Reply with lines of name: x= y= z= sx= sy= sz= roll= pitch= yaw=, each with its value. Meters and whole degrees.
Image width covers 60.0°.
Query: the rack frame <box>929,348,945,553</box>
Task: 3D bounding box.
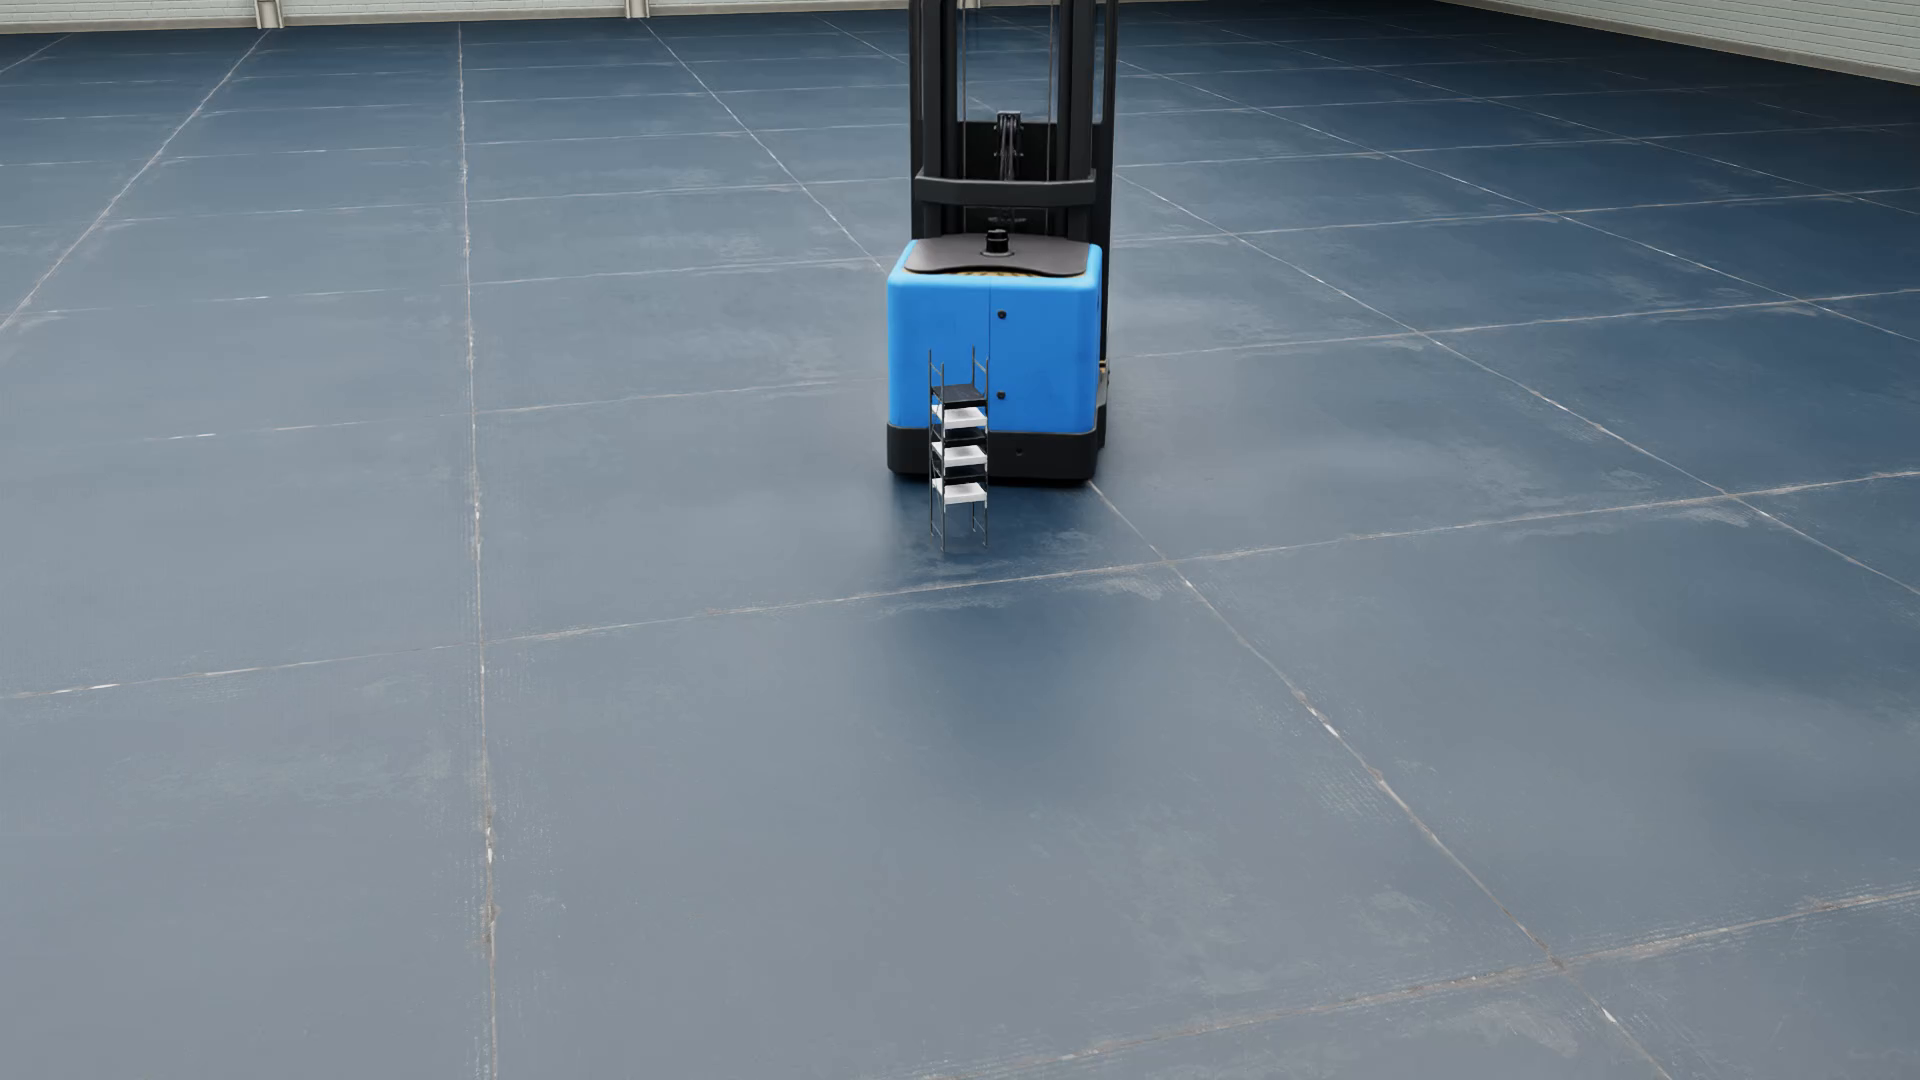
rack frame: x=-0.106 y=-0.402 z=7.545 sx=0.006 sy=0.900 sz=0.240 roll=-6 pitch=24 yaw=-14

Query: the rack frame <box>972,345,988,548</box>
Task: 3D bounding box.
rack frame: x=0.090 y=-0.424 z=7.596 sx=0.006 sy=0.900 sz=0.240 roll=-6 pitch=24 yaw=-14

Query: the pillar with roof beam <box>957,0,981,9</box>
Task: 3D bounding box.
pillar with roof beam: x=1.308 y=-12.275 z=24.945 sx=0.400 sy=9.000 sz=9.100 roll=-6 pitch=24 yaw=-14

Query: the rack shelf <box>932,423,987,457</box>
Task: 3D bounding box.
rack shelf: x=-0.008 y=-0.465 z=7.548 sx=0.200 sy=0.077 sz=0.258 roll=-6 pitch=24 yaw=-14

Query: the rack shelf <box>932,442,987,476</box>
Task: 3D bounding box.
rack shelf: x=-0.008 y=-0.382 z=7.584 sx=0.200 sy=0.077 sz=0.258 roll=-6 pitch=24 yaw=-14

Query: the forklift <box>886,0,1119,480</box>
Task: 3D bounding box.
forklift: x=0.304 y=-2.192 z=9.141 sx=1.130 sy=2.935 sz=3.031 roll=2 pitch=23 yaw=6

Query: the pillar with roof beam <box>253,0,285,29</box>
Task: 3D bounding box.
pillar with roof beam: x=-10.246 y=-10.997 z=21.966 sx=0.400 sy=9.000 sz=9.100 roll=-6 pitch=24 yaw=-14

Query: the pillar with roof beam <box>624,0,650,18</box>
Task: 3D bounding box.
pillar with roof beam: x=-4.469 y=-11.636 z=23.455 sx=0.400 sy=9.000 sz=9.100 roll=-6 pitch=24 yaw=-14

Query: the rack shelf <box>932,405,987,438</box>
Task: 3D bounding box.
rack shelf: x=-0.008 y=-0.547 z=7.513 sx=0.200 sy=0.077 sz=0.258 roll=-6 pitch=24 yaw=-14

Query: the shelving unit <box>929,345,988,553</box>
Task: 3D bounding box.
shelving unit: x=-0.008 y=-0.413 z=7.571 sx=0.210 sy=0.900 sz=0.258 roll=-6 pitch=24 yaw=-14

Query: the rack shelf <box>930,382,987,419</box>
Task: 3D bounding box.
rack shelf: x=-0.008 y=-0.630 z=7.477 sx=0.200 sy=0.077 sz=0.258 roll=-6 pitch=24 yaw=-14

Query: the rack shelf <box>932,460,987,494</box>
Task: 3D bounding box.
rack shelf: x=-0.008 y=-0.299 z=7.619 sx=0.200 sy=0.077 sz=0.258 roll=-6 pitch=24 yaw=-14

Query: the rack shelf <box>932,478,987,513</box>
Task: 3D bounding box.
rack shelf: x=-0.008 y=-0.217 z=7.655 sx=0.200 sy=0.077 sz=0.258 roll=-6 pitch=24 yaw=-14
